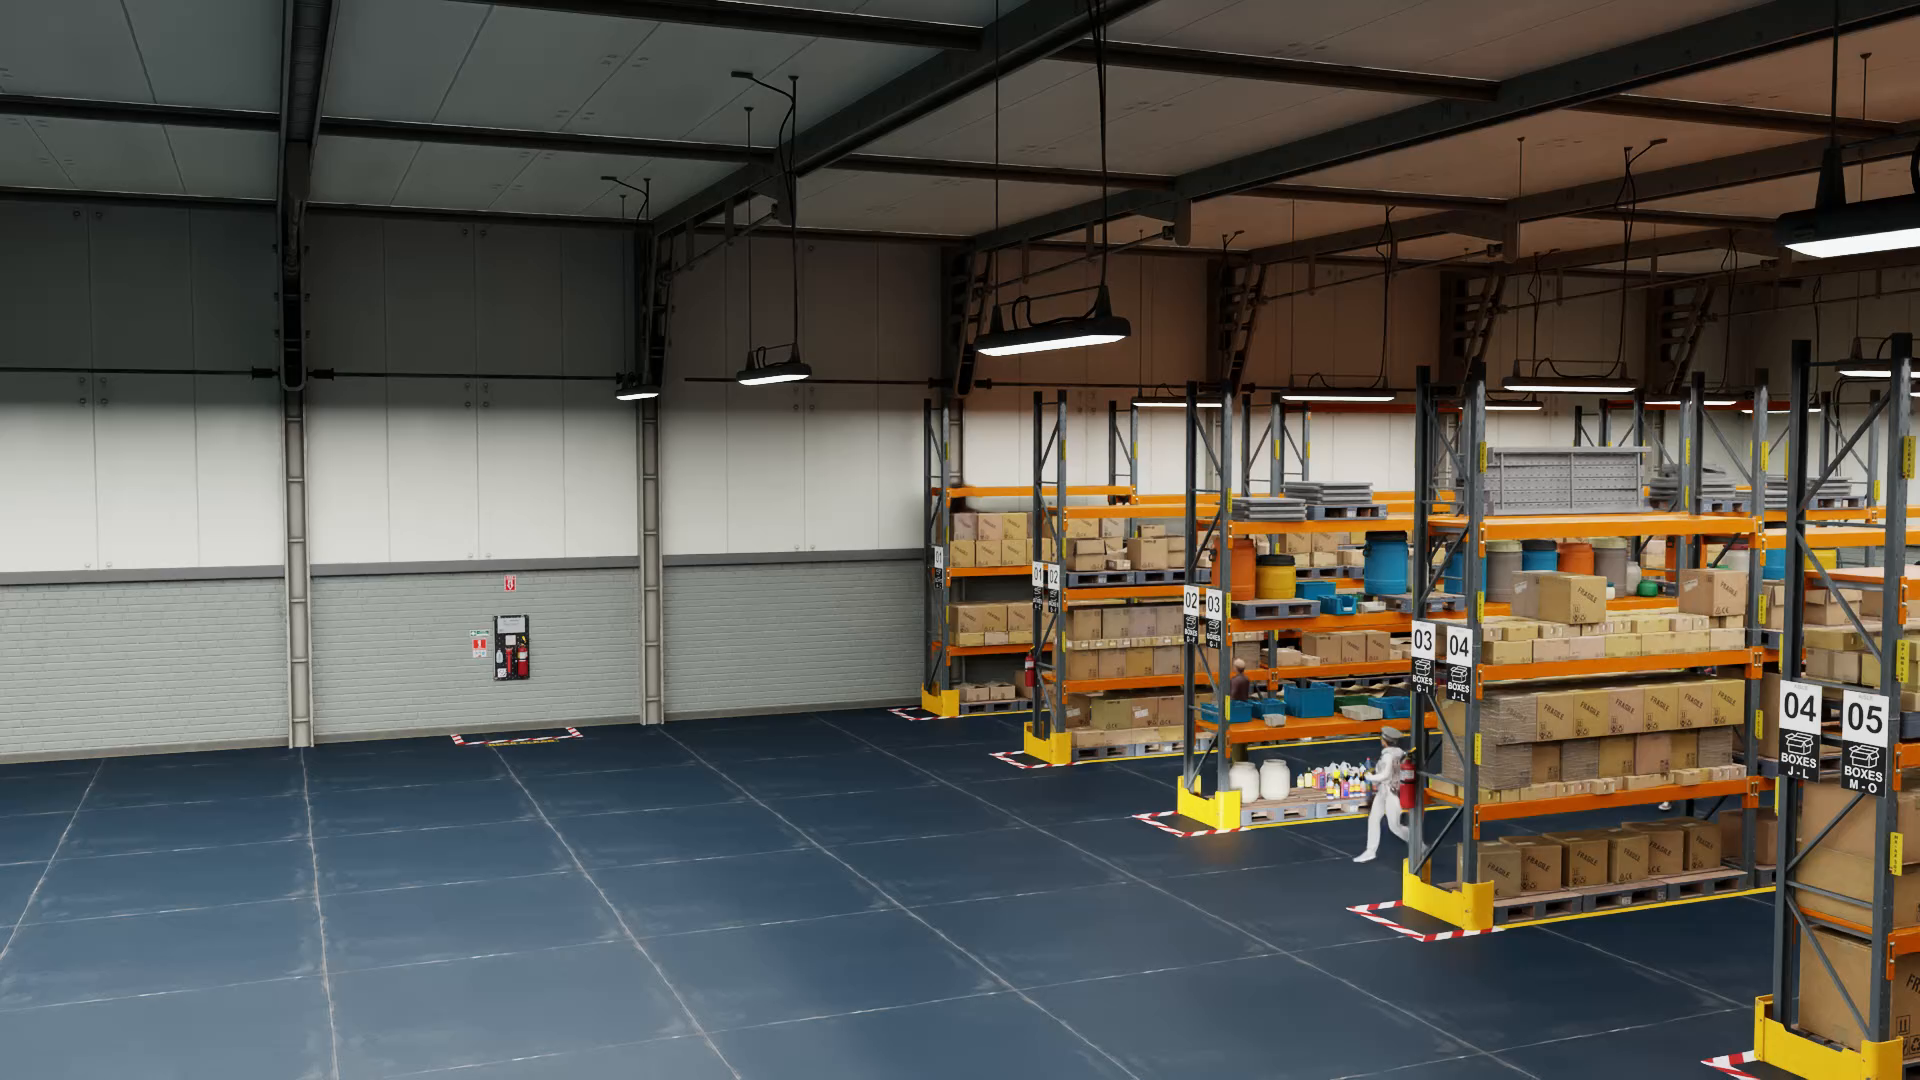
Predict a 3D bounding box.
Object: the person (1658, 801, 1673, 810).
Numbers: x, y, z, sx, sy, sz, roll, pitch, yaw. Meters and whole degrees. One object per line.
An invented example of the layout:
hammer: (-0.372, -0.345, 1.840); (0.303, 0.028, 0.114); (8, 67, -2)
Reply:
person: (10.115, 2.995, 23.445); (0.847, 1.542, 0.513); (-2, 4, -32)

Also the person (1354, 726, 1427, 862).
person: (5.272, 3.120, 20.245); (0.854, 1.700, 0.487); (0, 3, -5)

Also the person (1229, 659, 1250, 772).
person: (4.318, 2.758, 26.021); (0.420, 1.815, 0.593); (1, 3, 14)
